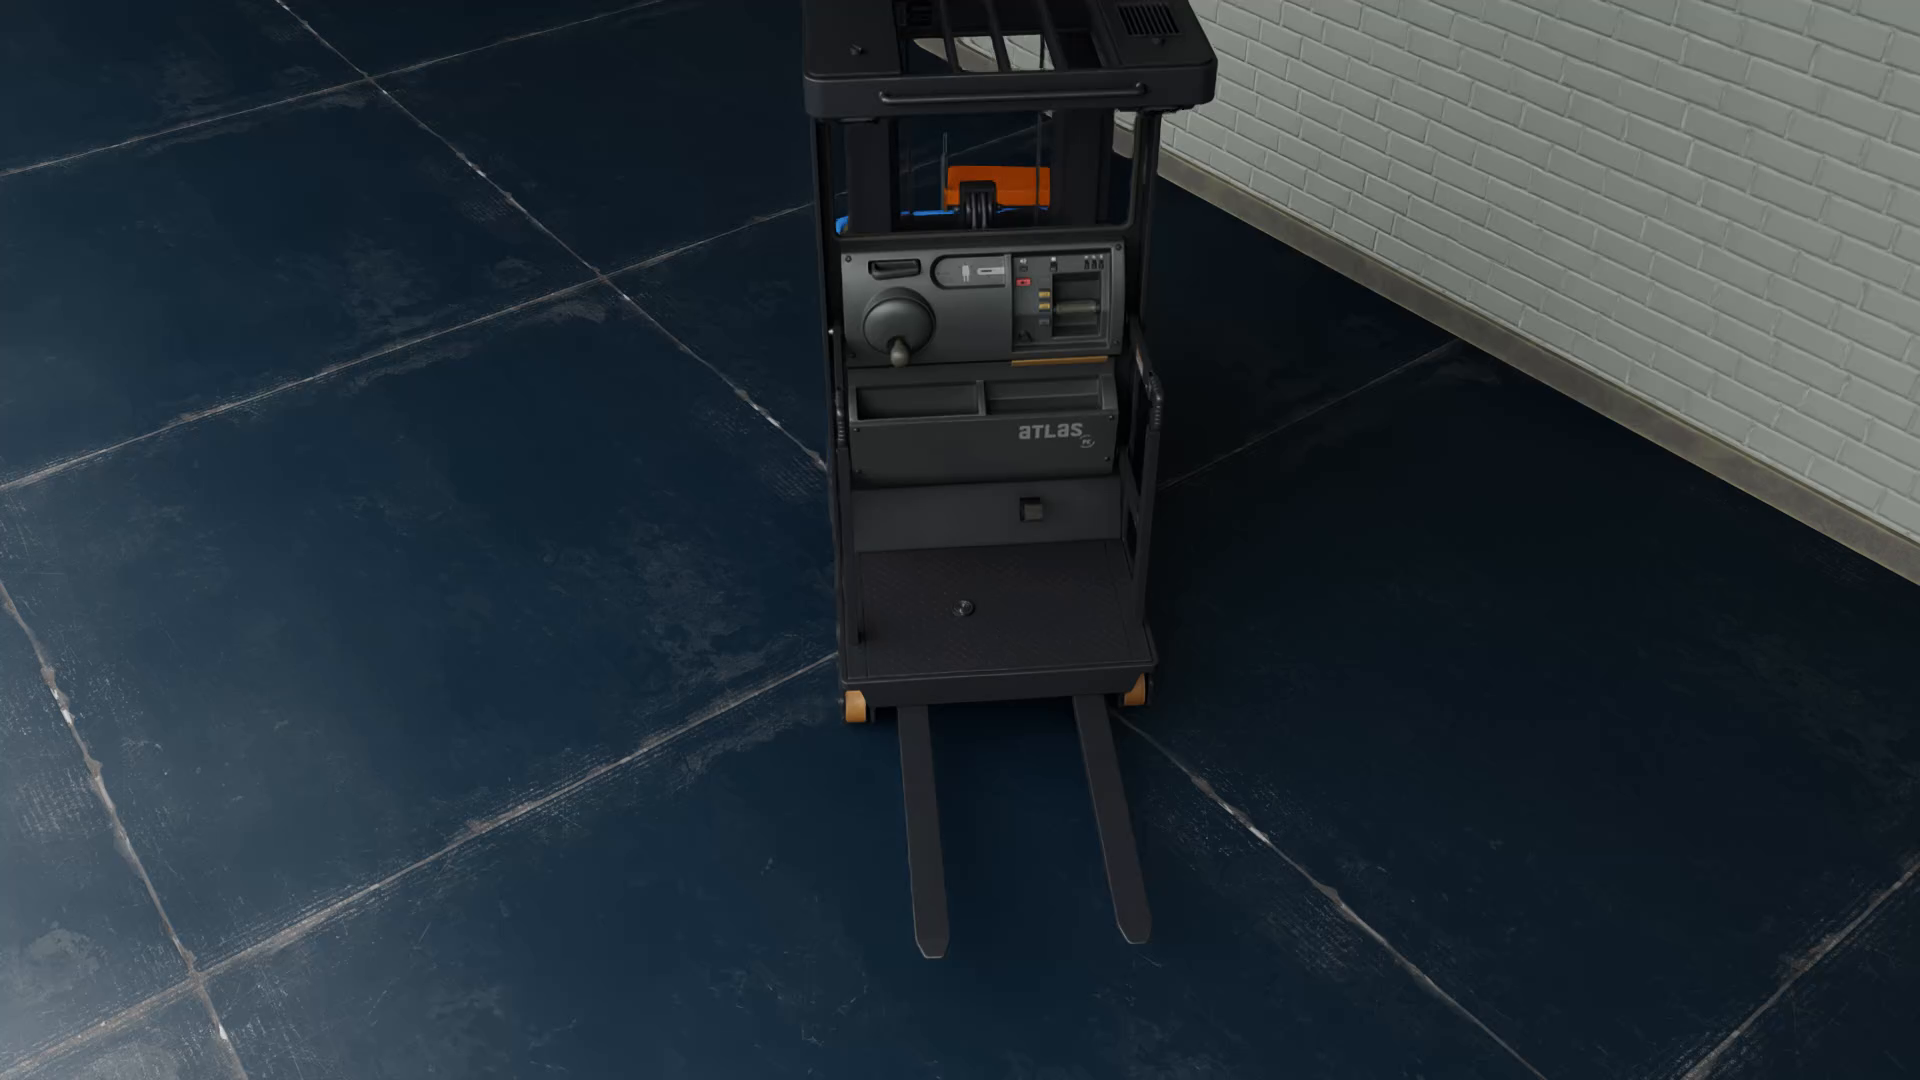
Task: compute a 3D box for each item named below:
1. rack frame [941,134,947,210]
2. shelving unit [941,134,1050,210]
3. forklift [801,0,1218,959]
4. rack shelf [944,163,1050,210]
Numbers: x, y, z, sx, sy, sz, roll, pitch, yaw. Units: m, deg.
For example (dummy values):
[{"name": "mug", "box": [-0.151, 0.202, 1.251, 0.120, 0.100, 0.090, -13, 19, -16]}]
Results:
[{"name": "rack frame", "box": [-0.067, -1.137, 7.179, 0.015, 1.200, 0.240, 1, 36, 1]}, {"name": "shelving unit", "box": [0.177, -1.135, 7.176, 0.503, 1.200, 0.258, 1, 36, 1]}, {"name": "forklift", "box": [0.100, -0.704, 5.297, 1.130, 2.935, 3.031, -3, 39, -4]}, {"name": "rack shelf", "box": [0.178, -1.451, 6.944, 0.480, 0.148, 0.258, 1, 36, 1]}]
